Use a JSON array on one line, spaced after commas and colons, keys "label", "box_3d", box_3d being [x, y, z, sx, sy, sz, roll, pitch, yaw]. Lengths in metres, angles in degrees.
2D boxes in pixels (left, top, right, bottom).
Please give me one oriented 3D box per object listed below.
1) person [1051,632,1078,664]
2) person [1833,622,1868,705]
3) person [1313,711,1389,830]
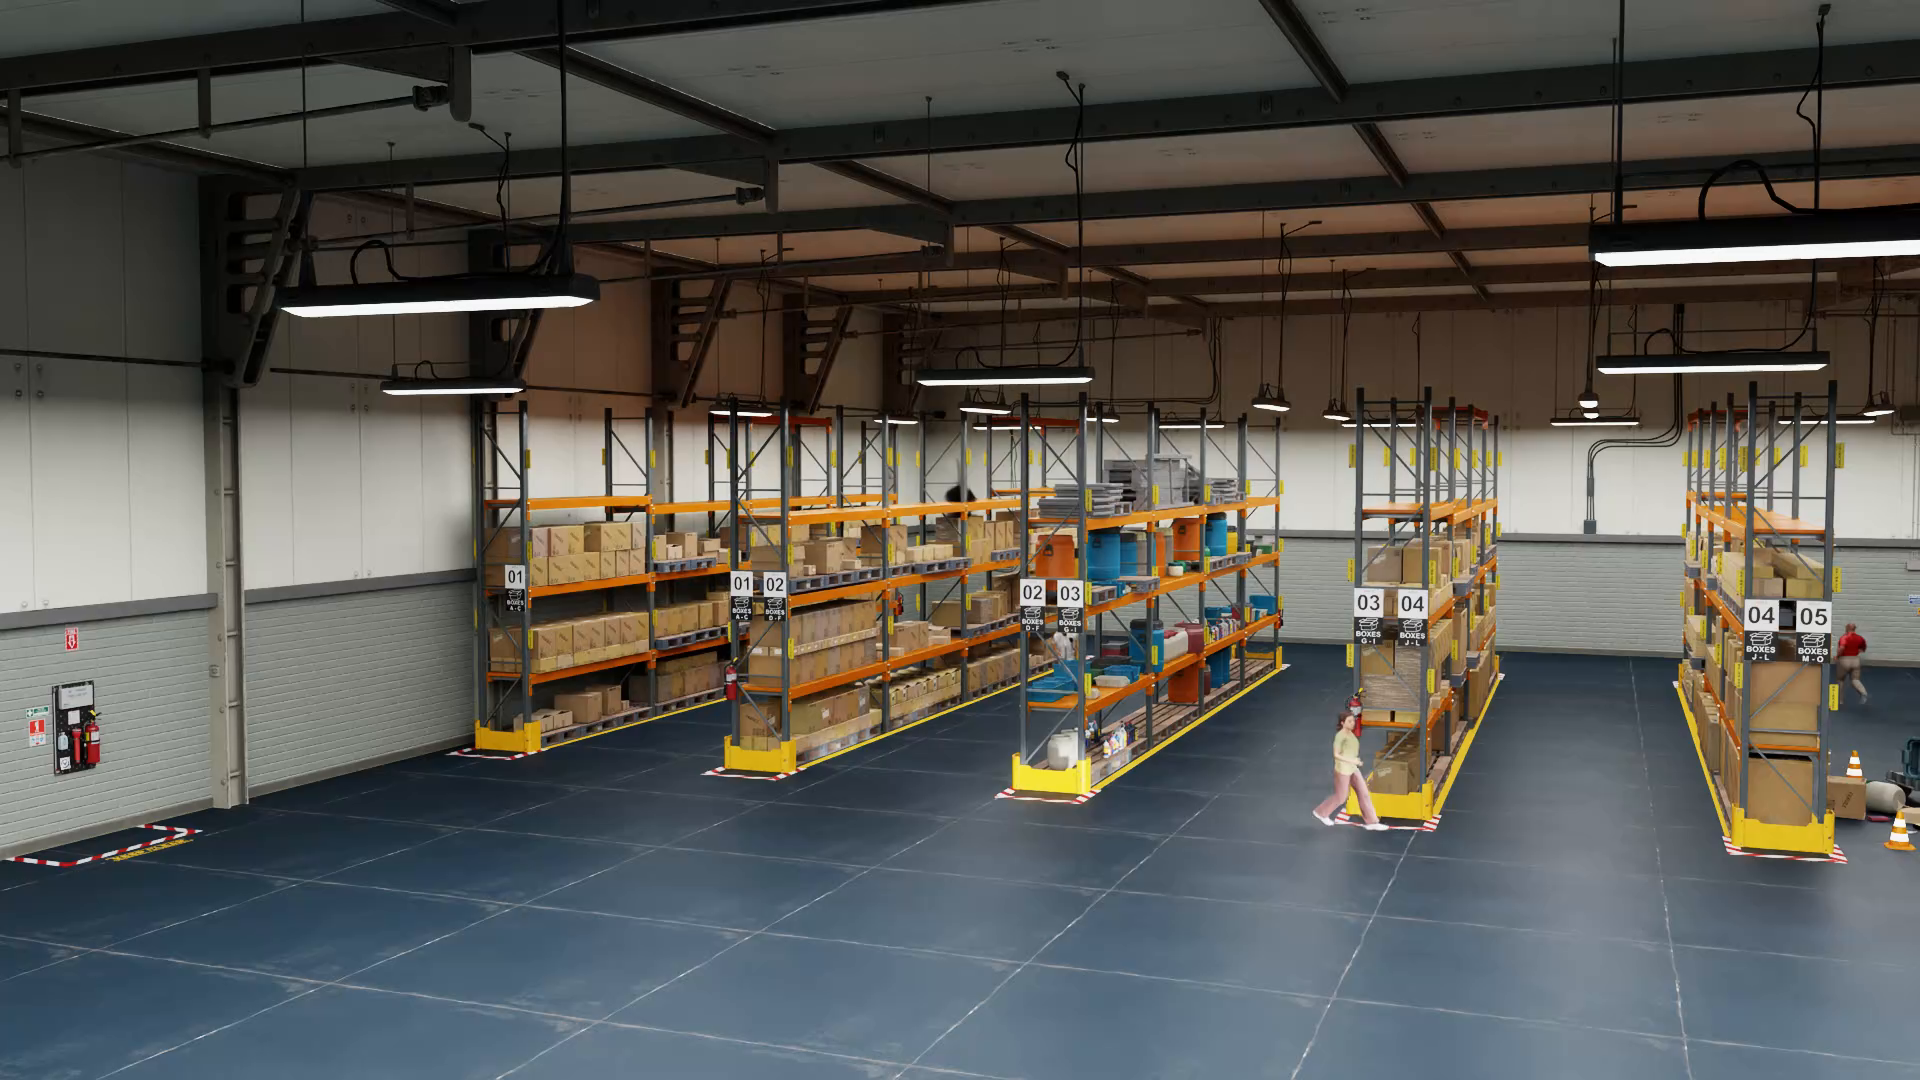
[{"label": "person", "box_3d": [2.243, 2.516, 35.222, 0.631, 1.632, 0.988, 0, 3, 0]}, {"label": "person", "box_3d": [17.964, 2.507, 33.565, 0.659, 1.695, 0.926, 0, 3, 0]}, {"label": "person", "box_3d": [5.133, 3.062, 22.113, 1.012, 1.604, 0.604, 2, 4, 39]}]
